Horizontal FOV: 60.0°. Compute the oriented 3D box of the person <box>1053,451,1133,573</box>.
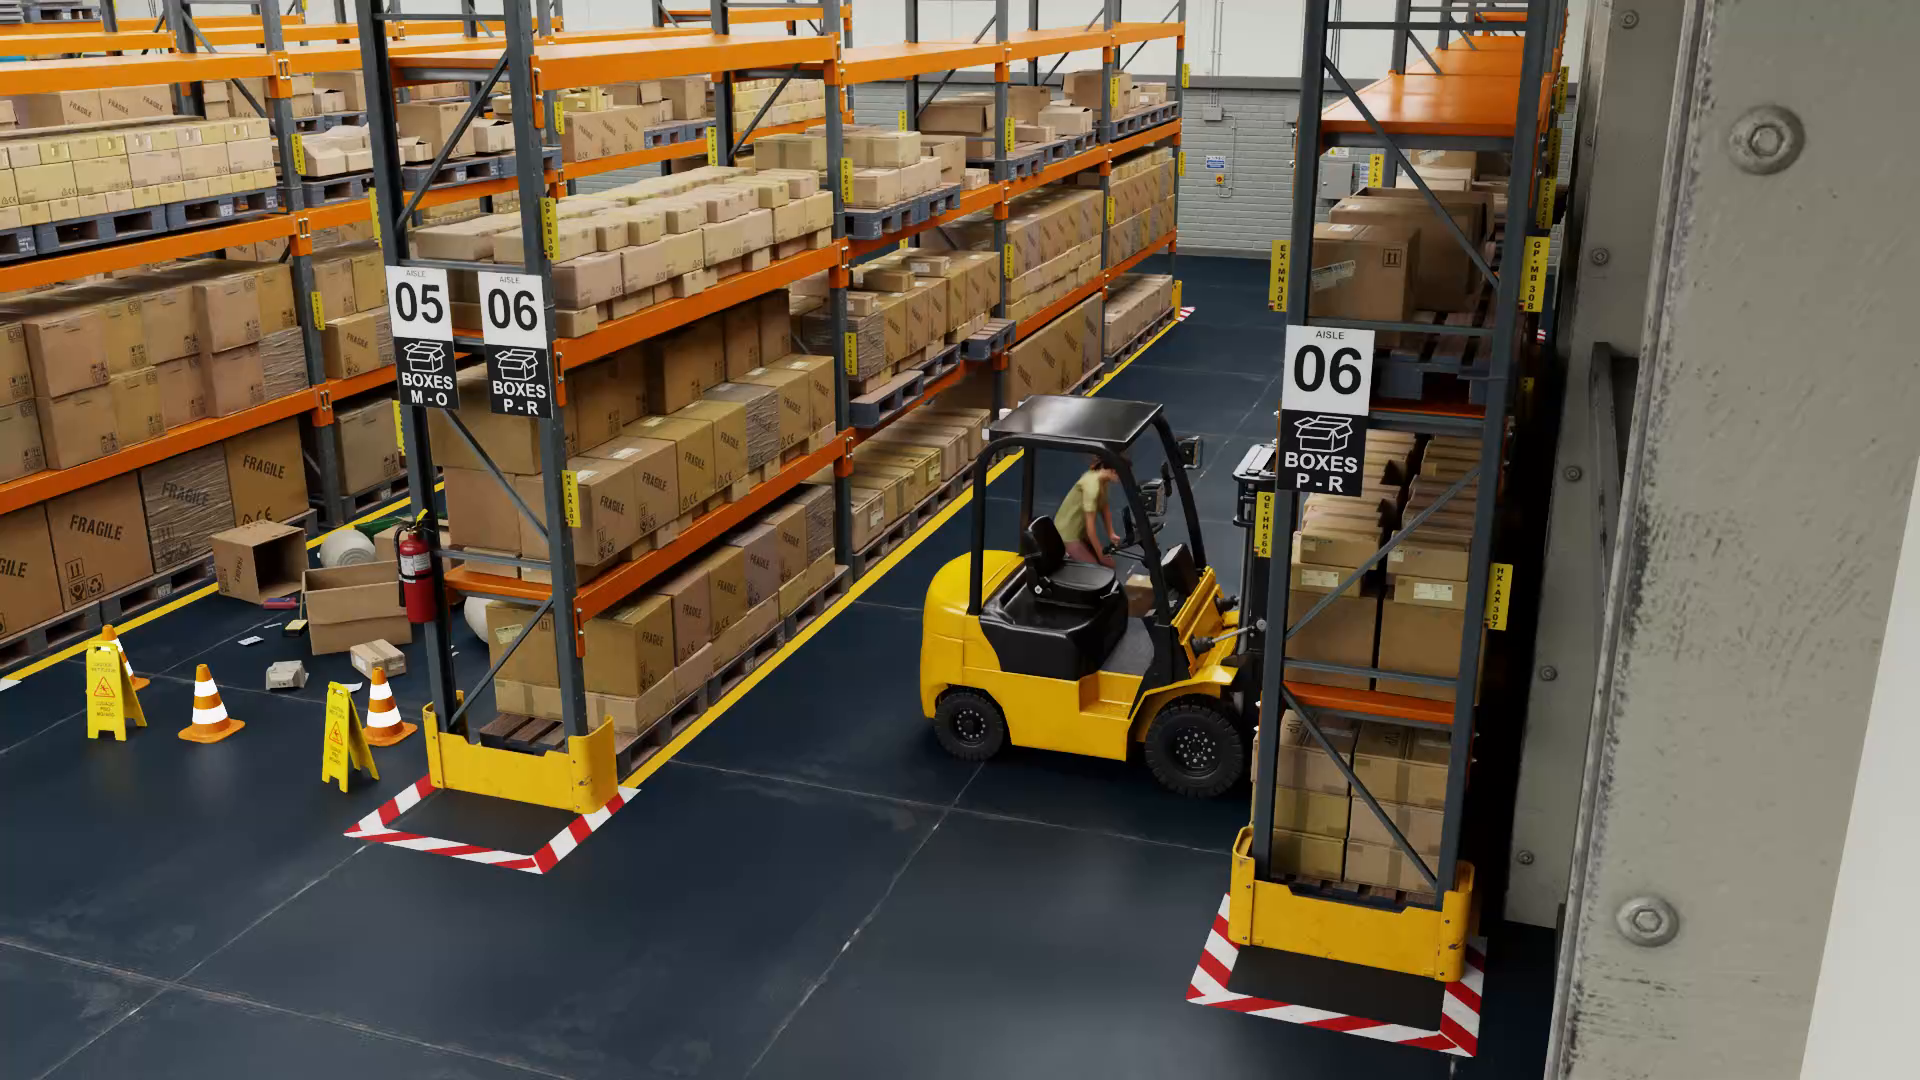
[{"bbox_3d":[0.981,0.001,12.433,0.595,1.444,0.507,7,20,19],"label":"person"}]
